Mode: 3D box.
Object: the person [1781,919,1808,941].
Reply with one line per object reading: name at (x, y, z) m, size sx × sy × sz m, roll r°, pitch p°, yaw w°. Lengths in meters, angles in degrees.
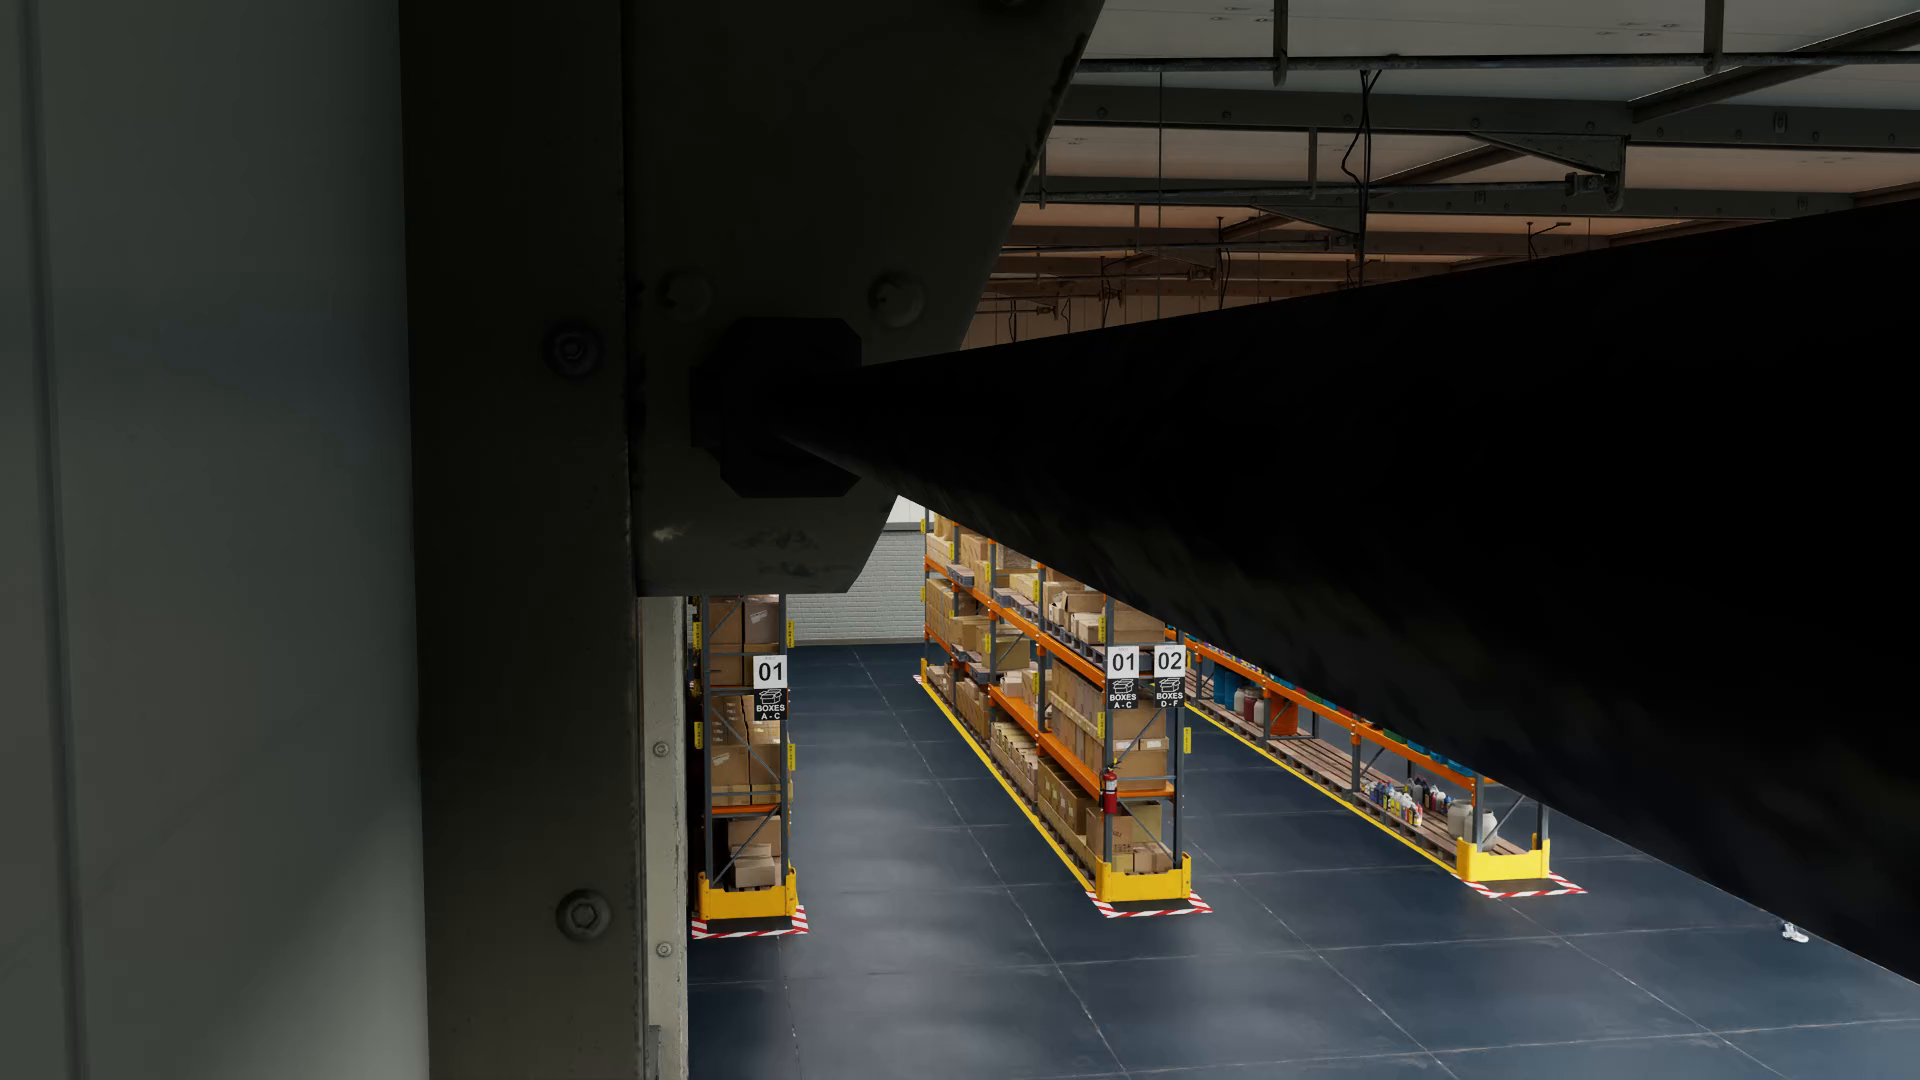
person at (9.807, 3.862, 19.214) m, size 0.540 × 1.567 × 0.521 m, roll 2°, pitch 6°, yaw 26°
